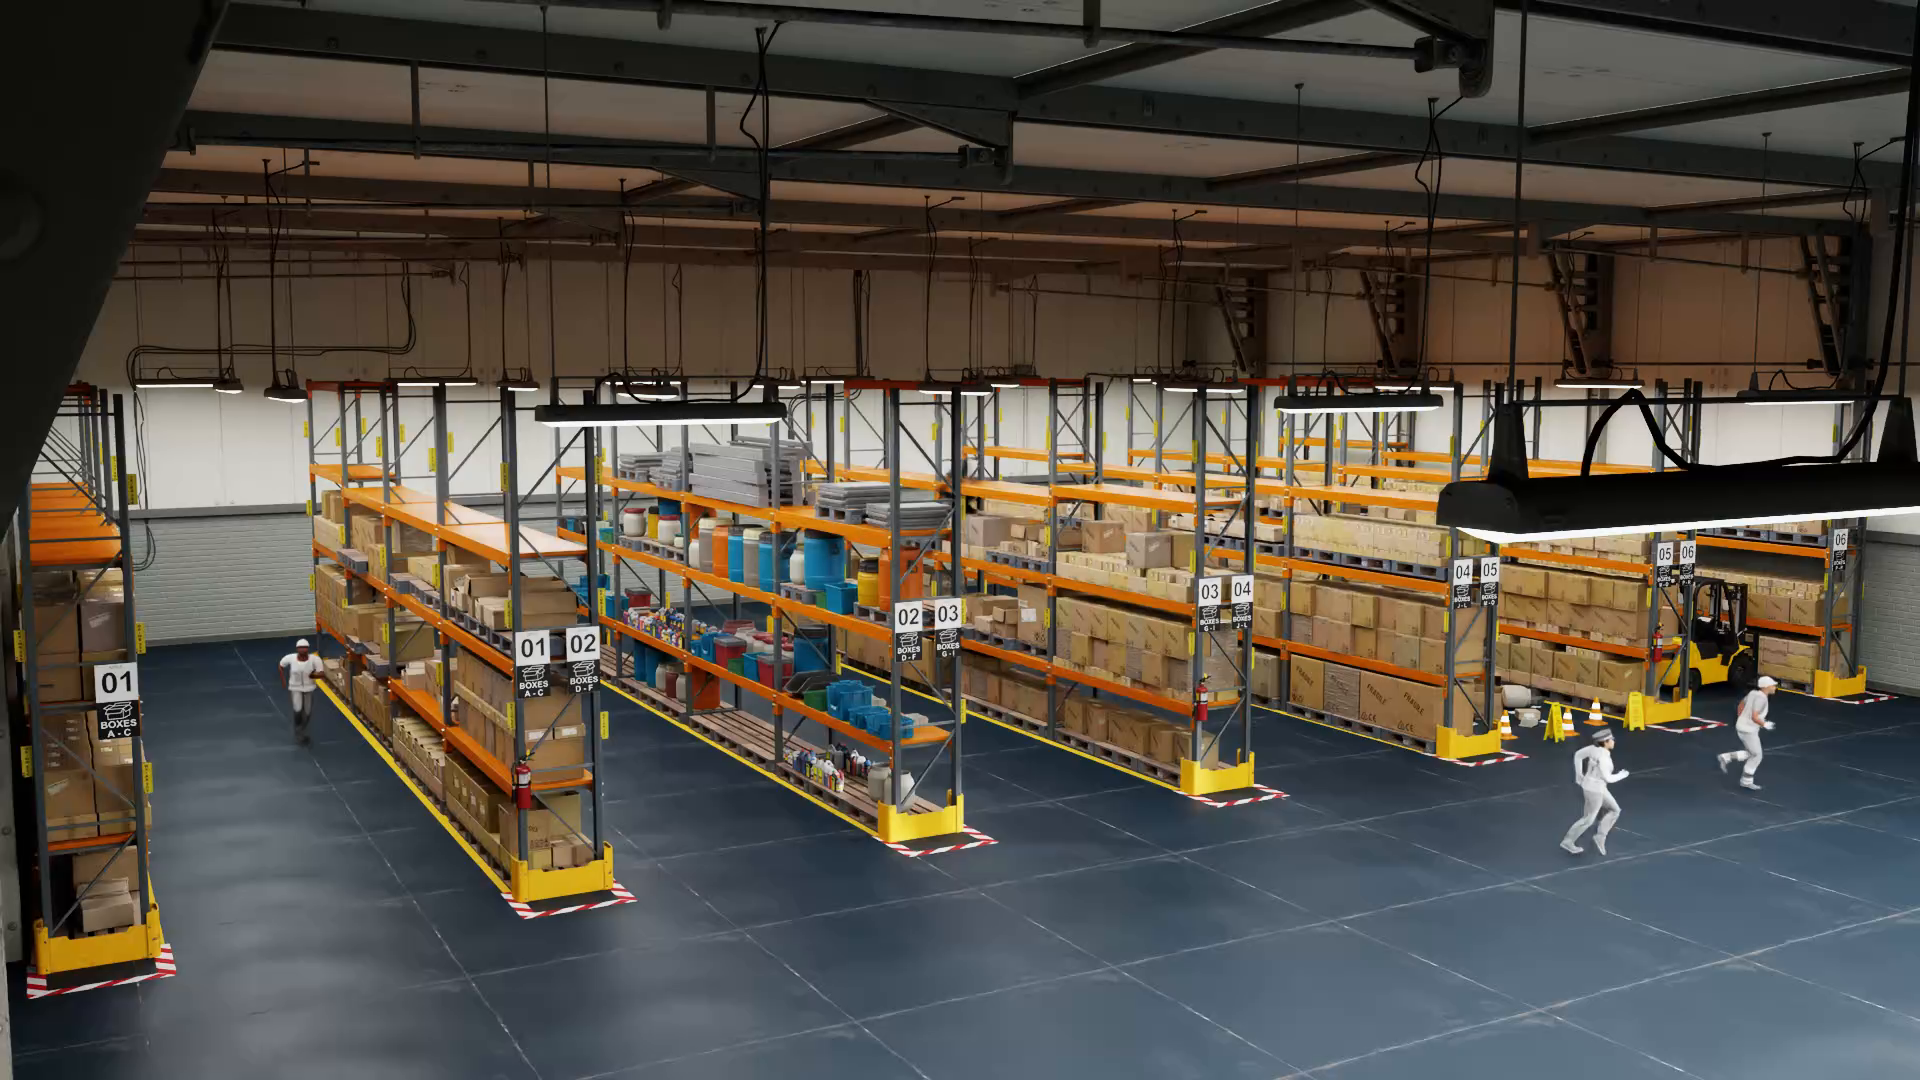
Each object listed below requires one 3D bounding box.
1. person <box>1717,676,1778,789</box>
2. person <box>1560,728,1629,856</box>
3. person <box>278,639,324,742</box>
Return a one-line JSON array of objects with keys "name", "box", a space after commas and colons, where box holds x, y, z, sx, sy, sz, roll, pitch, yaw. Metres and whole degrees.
[{"name": "person", "box": [11.717, 2.865, 24.762, 0.780, 1.721, 0.648, 3, 7, 22]}, {"name": "person", "box": [8.140, 3.226, 21.323, 0.786, 1.675, 0.641, 1, 6, 10]}, {"name": "person", "box": [-10.991, 2.507, 27.794, 0.677, 1.738, 0.766, -3, 7, -28]}]
